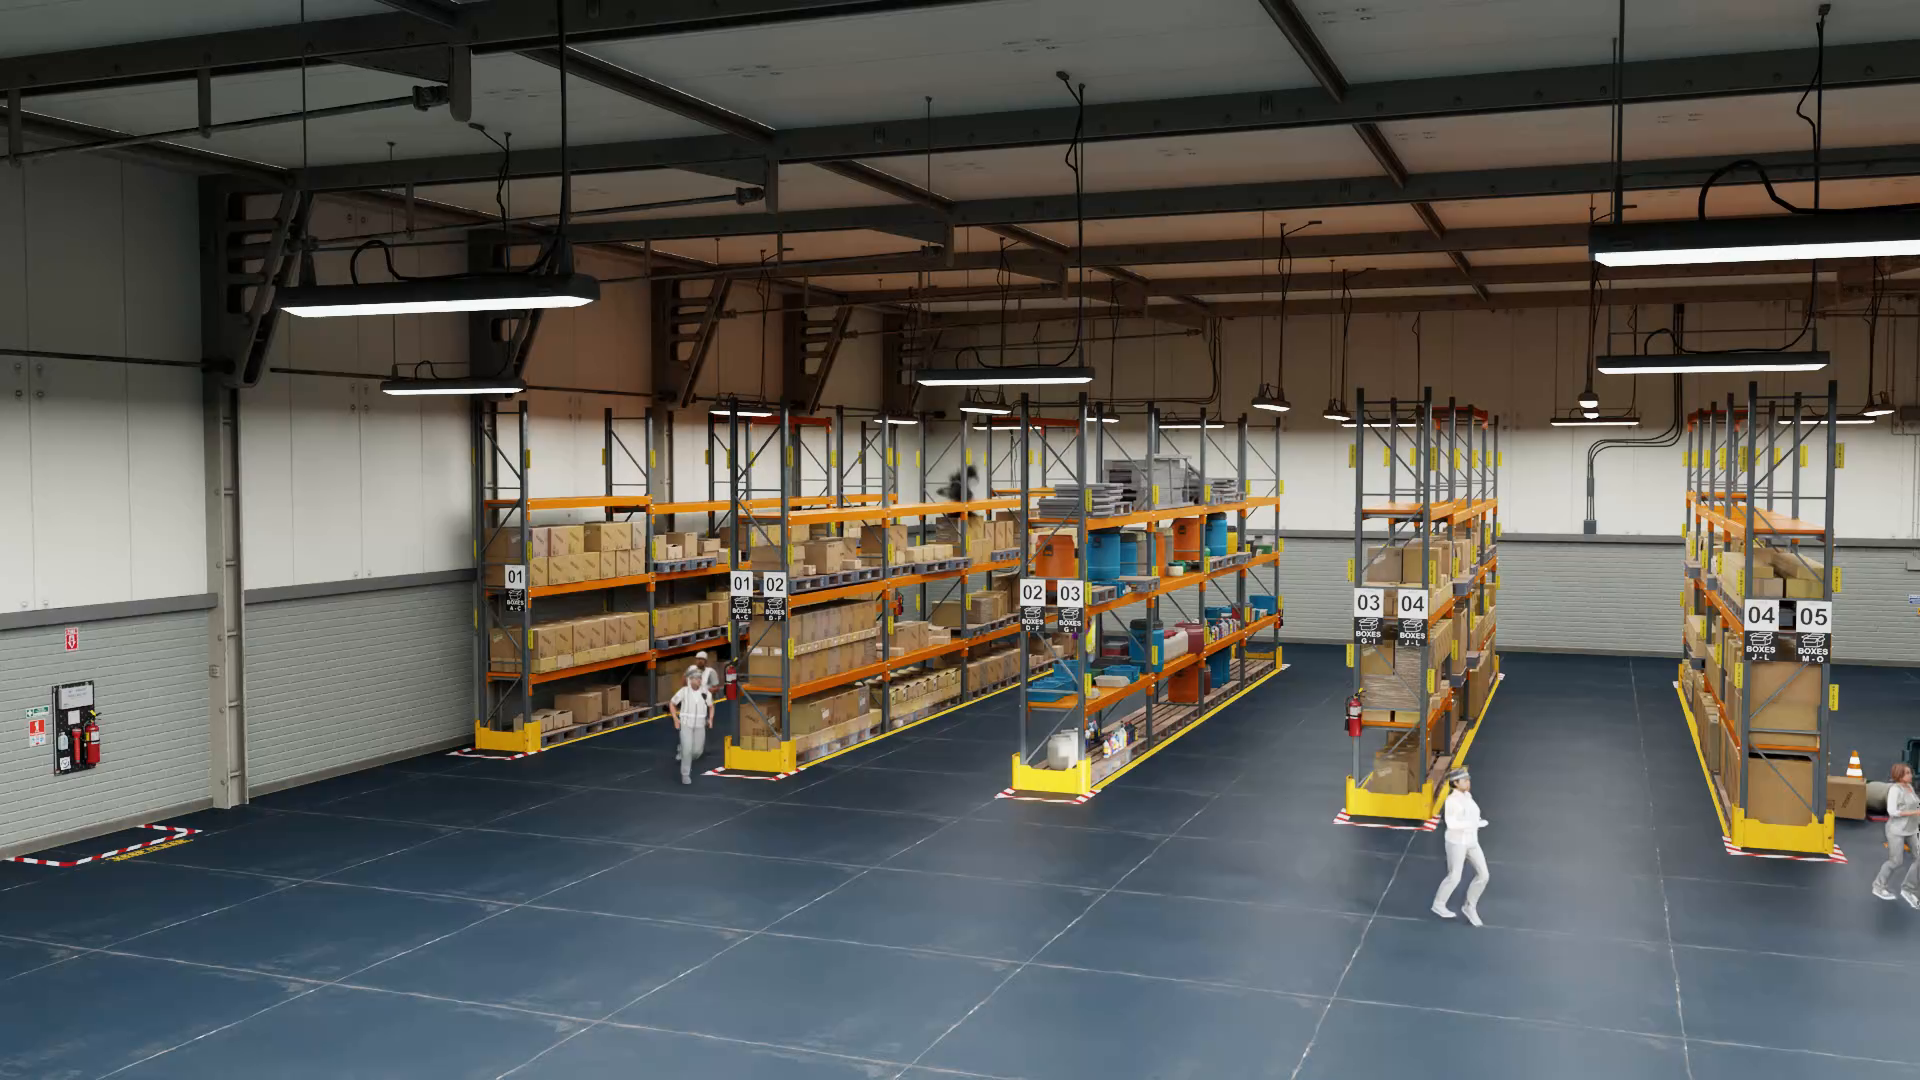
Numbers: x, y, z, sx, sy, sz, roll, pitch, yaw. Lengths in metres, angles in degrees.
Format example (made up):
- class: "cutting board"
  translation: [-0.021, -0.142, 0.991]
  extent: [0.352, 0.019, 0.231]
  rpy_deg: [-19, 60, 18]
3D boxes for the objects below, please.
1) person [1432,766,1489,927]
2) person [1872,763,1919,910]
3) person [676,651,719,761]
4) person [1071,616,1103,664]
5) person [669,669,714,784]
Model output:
- class: "person"
  translation: [5.405, 3.288, 17.863]
  extent: [0.592, 1.734, 0.684]
  rpy_deg: [-2, 4, -39]
- class: "person"
  translation: [10.530, 3.298, 18.559]
  extent: [0.514, 1.620, 0.660]
  rpy_deg: [-1, 3, -25]
- class: "person"
  translation: [-4.399, 2.751, 27.953]
  extent: [0.727, 1.779, 0.935]
  rpy_deg: [0, 3, 7]
- class: "person"
  translation: [2.715, 2.411, 35.643]
  extent: [0.703, 1.717, 0.584]
  rpy_deg: [0, 3, 8]
- class: "person"
  translation: [-4.157, 2.888, 25.917]
  extent: [0.710, 1.746, 0.572]
  rpy_deg: [-1, 3, -21]
